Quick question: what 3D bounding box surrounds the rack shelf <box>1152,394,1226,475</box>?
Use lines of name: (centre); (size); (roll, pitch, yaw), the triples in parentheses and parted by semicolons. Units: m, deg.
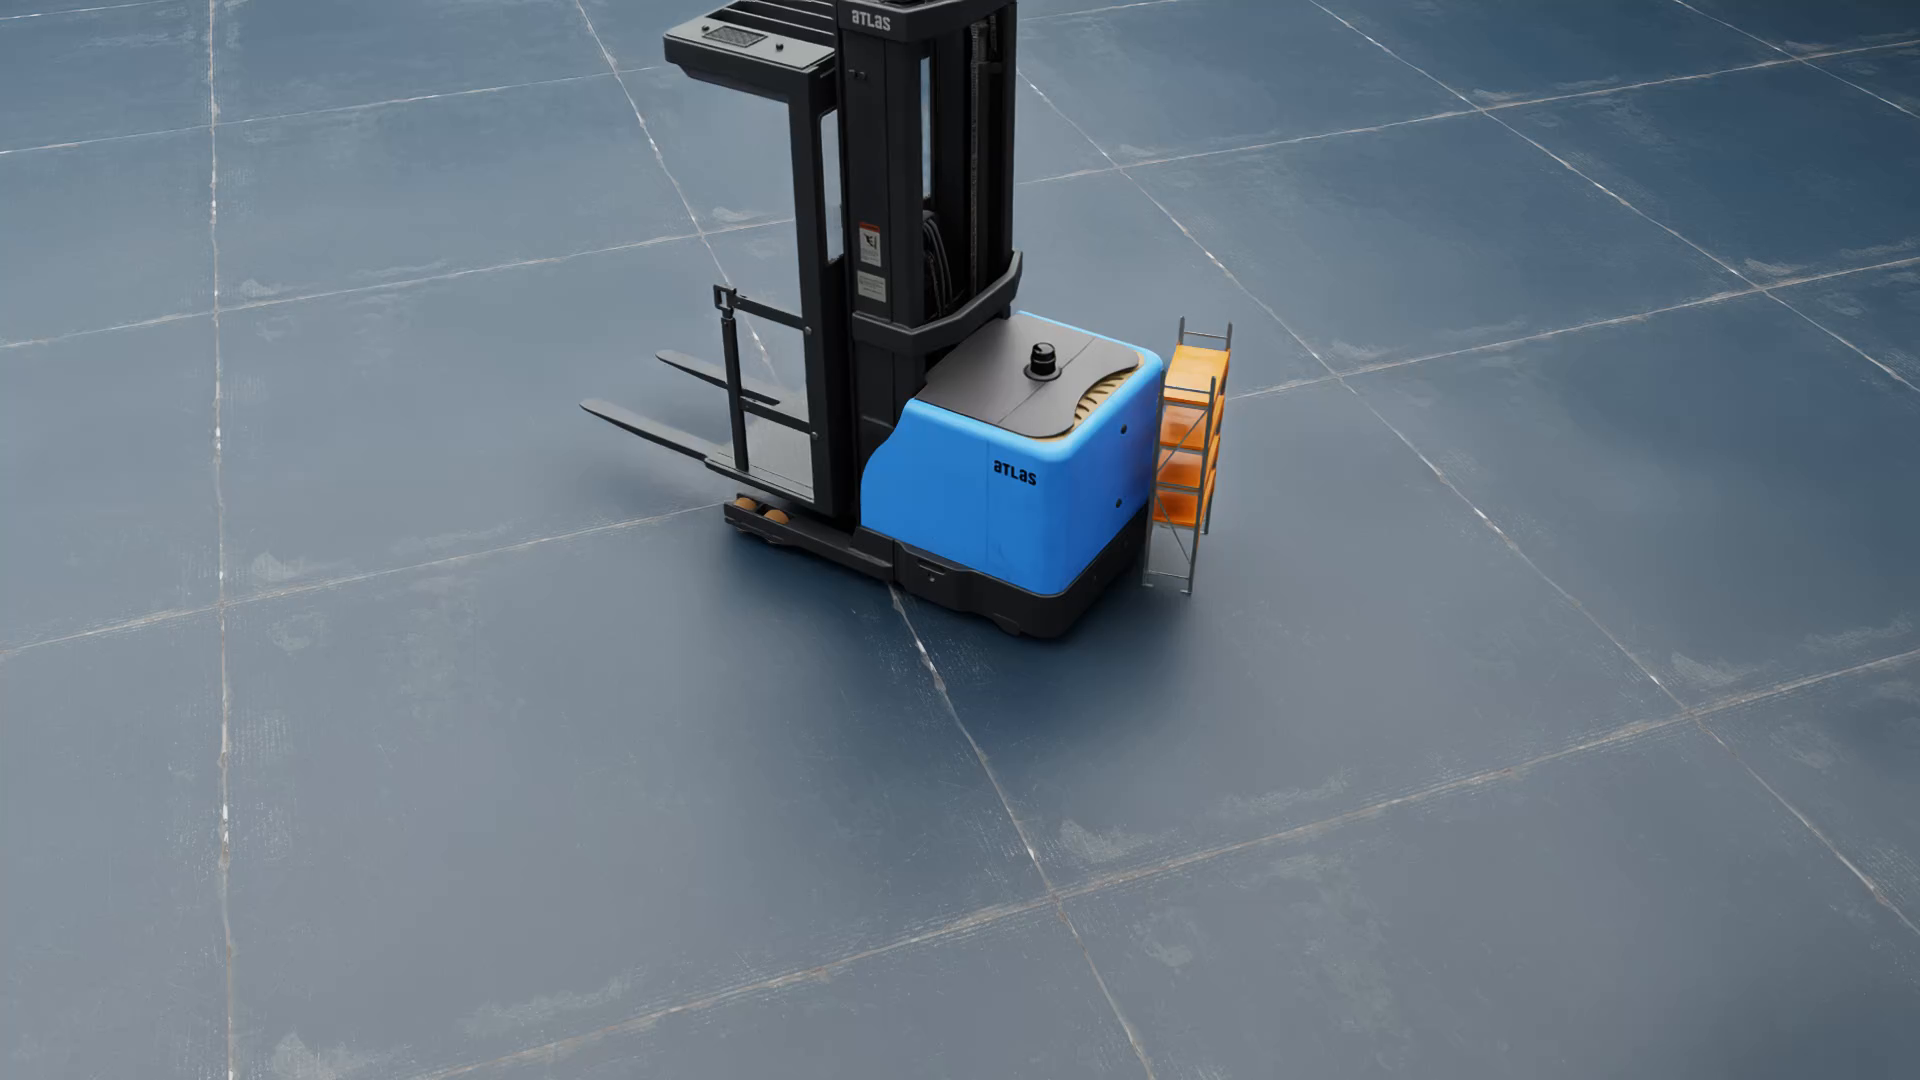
rack shelf: (1.058, -0.511, 7.670); (0.258, 0.148, 0.480); (10, 38, 12)

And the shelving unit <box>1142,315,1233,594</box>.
shelving unit: (1.057, -0.386, 7.764); (0.258, 1.200, 0.503); (10, 38, 12)

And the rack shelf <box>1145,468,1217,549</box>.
rack shelf: (1.056, -0.174, 7.924); (0.258, 0.148, 0.480); (10, 38, 12)

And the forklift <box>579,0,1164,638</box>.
forklift: (-0.572, -1.398, 7.670); (3.031, 2.935, 1.130); (21, 42, 25)

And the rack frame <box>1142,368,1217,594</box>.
rack frame: (0.991, -0.245, 7.577); (0.240, 1.200, 0.015); (10, 38, 12)

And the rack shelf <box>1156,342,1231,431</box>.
rack shelf: (1.059, -0.699, 7.527); (0.258, 0.148, 0.480); (10, 38, 12)

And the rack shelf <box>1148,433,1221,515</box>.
rack shelf: (1.057, -0.332, 7.805); (0.258, 0.148, 0.480); (10, 38, 12)

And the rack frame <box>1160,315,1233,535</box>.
rack frame: (1.124, -0.527, 7.952); (0.240, 1.200, 0.015); (10, 38, 12)
